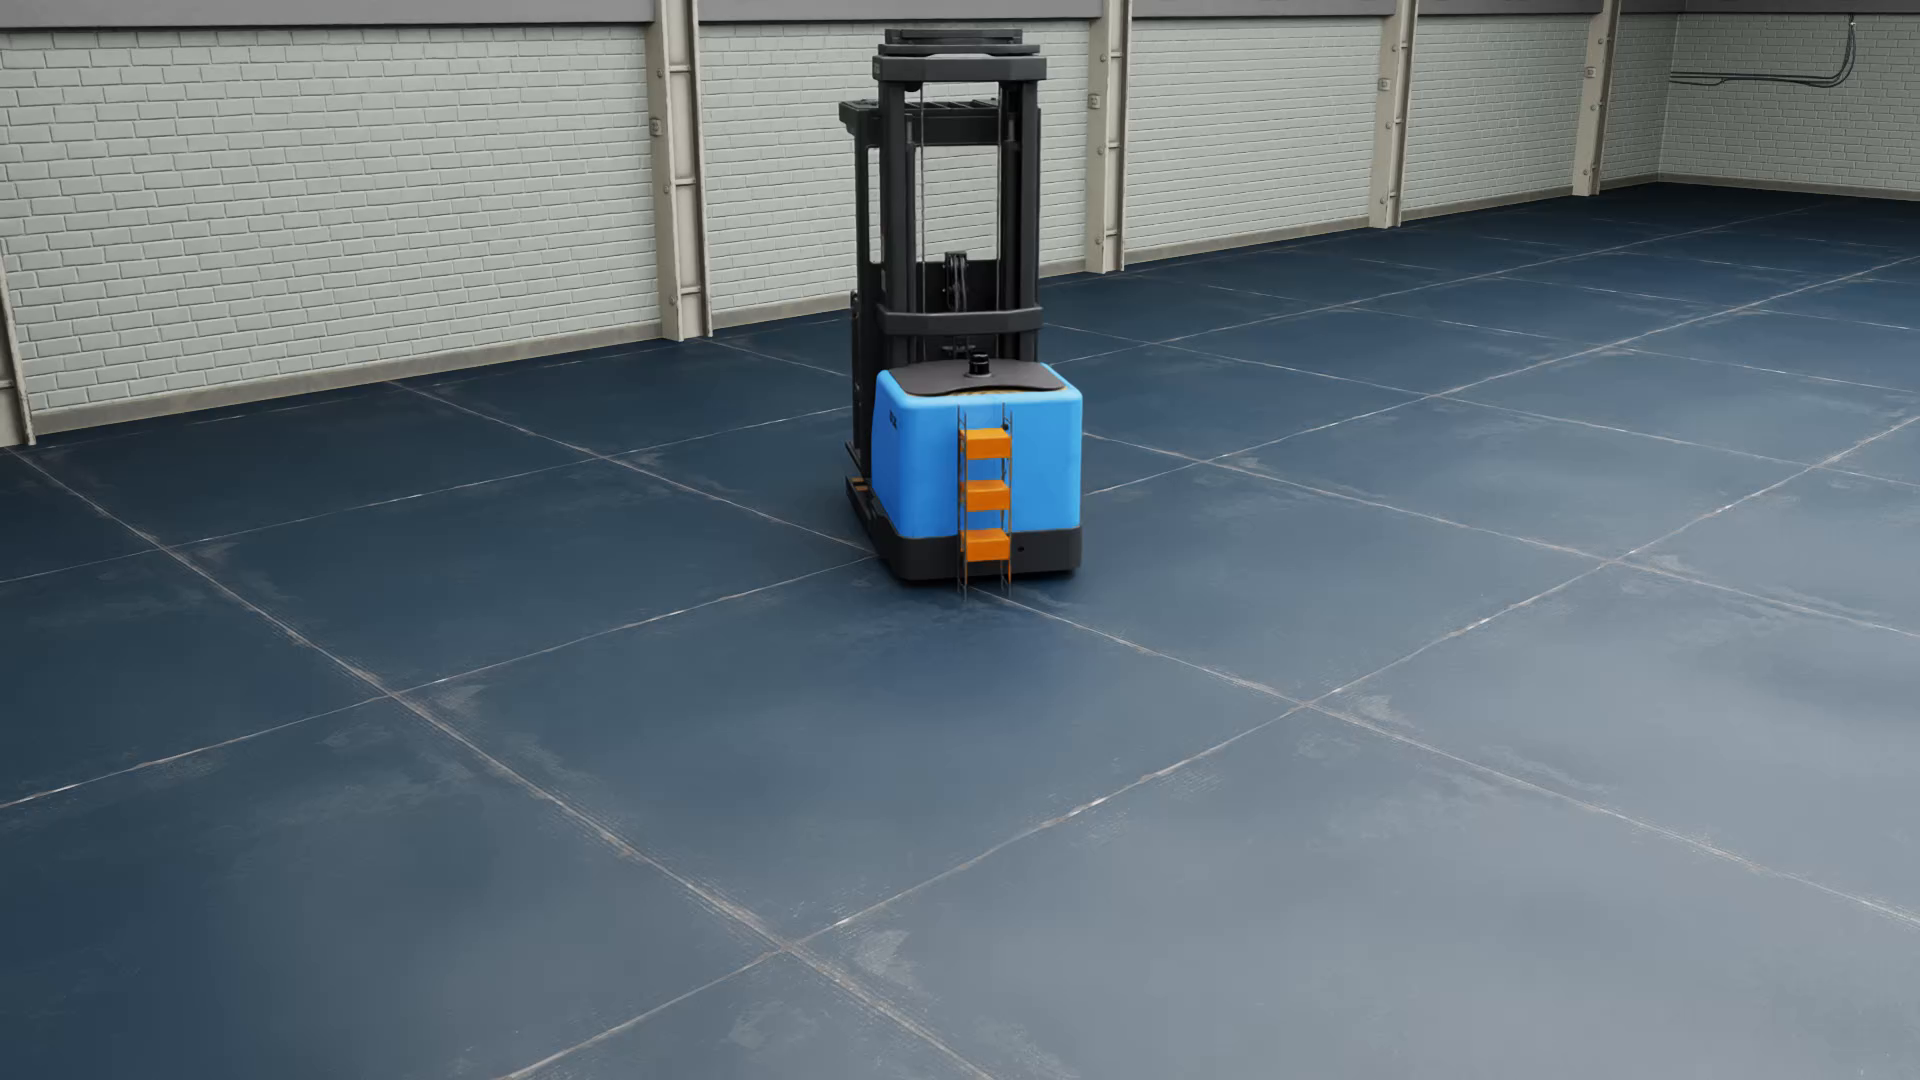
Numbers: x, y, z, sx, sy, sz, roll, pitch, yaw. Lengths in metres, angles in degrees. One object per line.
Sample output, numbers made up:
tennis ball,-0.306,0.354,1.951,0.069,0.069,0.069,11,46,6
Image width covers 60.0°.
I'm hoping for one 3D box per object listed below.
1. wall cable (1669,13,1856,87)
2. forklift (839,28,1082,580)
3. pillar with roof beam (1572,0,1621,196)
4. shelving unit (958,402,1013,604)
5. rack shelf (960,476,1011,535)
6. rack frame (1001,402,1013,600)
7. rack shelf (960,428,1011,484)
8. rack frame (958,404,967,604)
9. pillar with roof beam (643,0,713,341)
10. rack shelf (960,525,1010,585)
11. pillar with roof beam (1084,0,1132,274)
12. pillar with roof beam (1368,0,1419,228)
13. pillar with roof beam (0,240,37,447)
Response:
wall cable,13.495,-8.910,27.909,0.112,2.526,3.097,-16,24,-41
forklift,-0.120,-1.590,10.138,1.130,2.935,3.031,-4,18,-11
pillar with roof beam,13.403,-9.094,23.443,0.400,9.000,9.100,-16,24,-41
shelving unit,0.131,-0.196,8.886,0.252,1.050,0.215,-4,18,-11
rack shelf,0.131,-0.186,8.889,0.240,0.259,0.215,-4,18,-11
rack frame,0.250,-0.203,8.909,0.008,1.050,0.200,-4,18,-11
rack shelf,0.131,-0.455,8.801,0.240,0.259,0.215,-4,18,-11
rack frame,0.011,-0.188,8.862,0.008,1.050,0.200,-4,18,-11
pillar with roof beam,0.324,-5.280,11.679,0.400,9.000,9.100,-16,24,-41
rack shelf,0.131,0.079,8.975,0.240,0.259,0.215,-4,18,-11
pillar with roof beam,4.684,-6.551,15.600,0.400,9.000,9.100,-16,24,-41
pillar with roof beam,9.044,-7.823,19.522,0.400,9.000,9.100,-16,24,-41
pillar with roof beam,-4.035,-4.009,7.758,0.400,9.000,9.100,-16,24,-41
